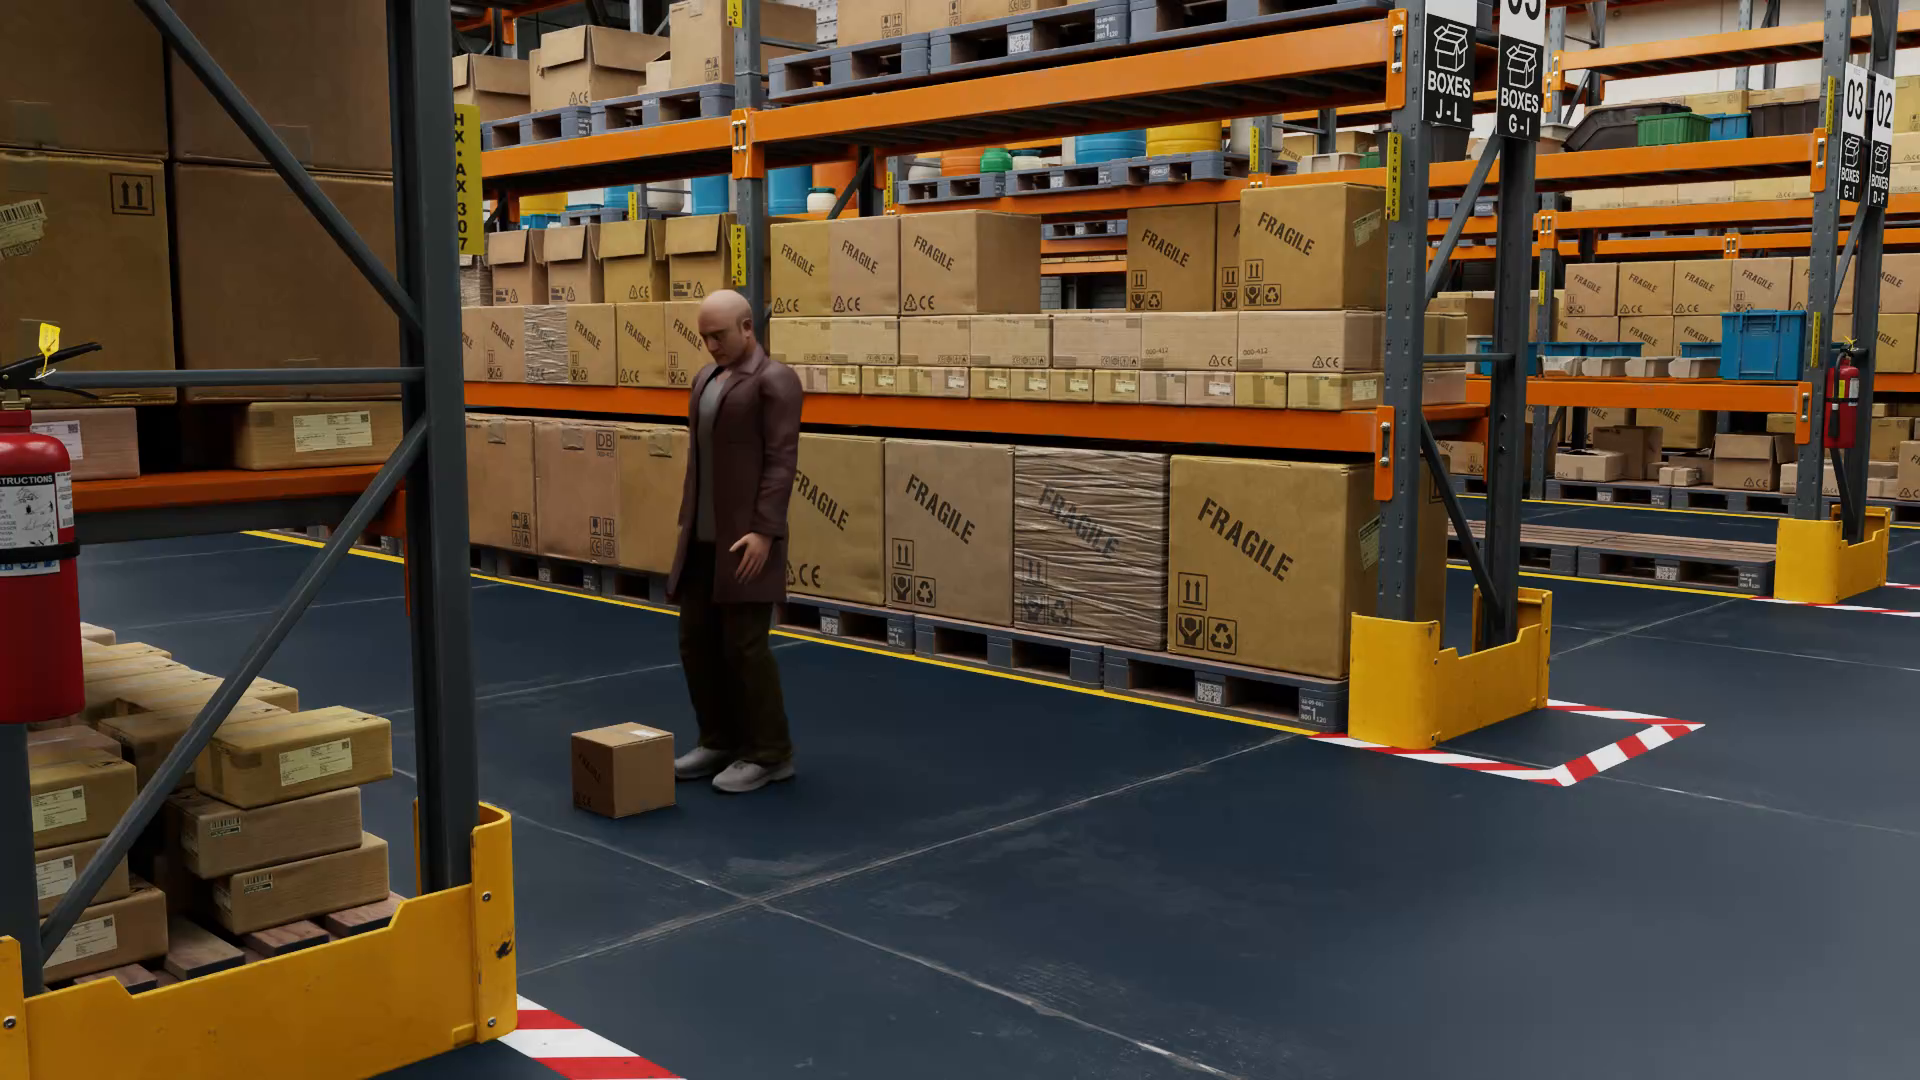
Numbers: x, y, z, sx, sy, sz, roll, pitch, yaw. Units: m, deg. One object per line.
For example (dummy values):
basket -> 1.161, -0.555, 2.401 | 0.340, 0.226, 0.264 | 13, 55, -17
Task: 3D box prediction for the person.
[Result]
person -> -0.811, 0.000, 5.917 | 0.569, 1.761, 0.382 | 7, 10, 45
